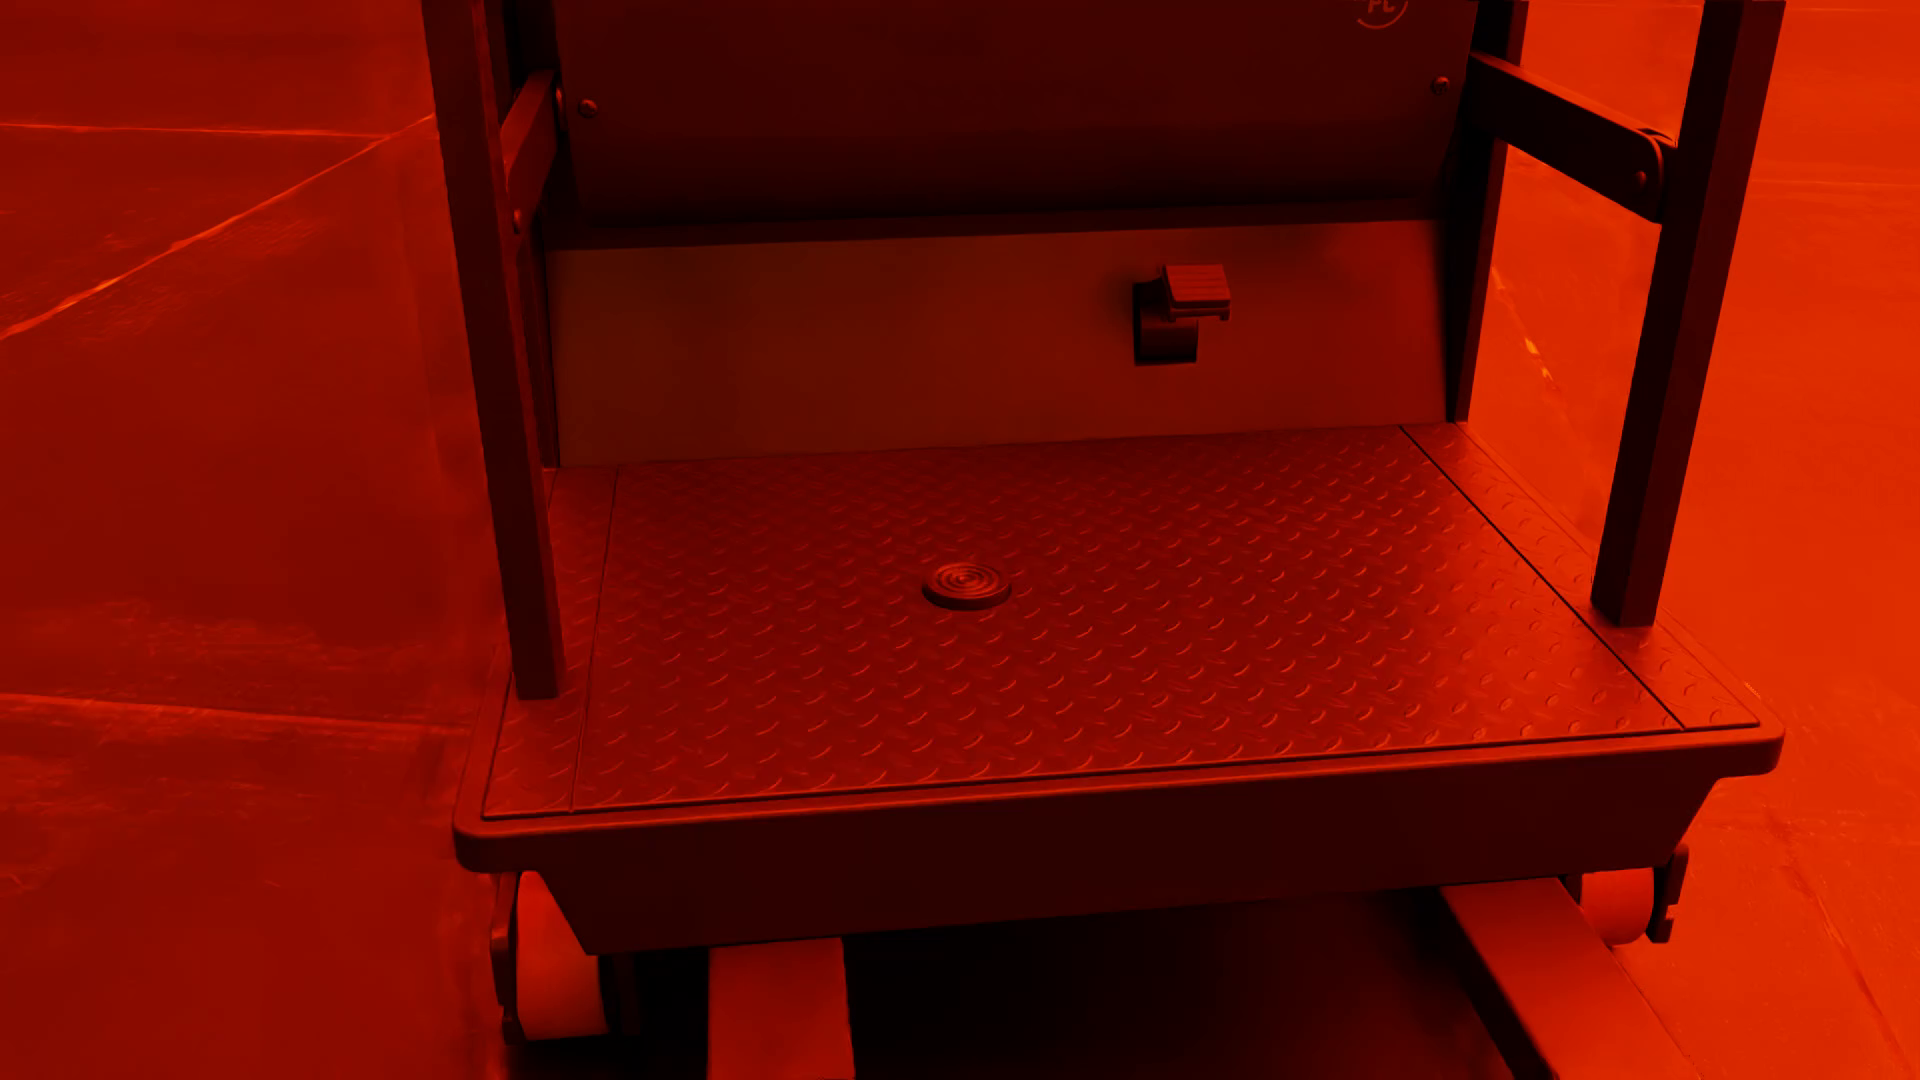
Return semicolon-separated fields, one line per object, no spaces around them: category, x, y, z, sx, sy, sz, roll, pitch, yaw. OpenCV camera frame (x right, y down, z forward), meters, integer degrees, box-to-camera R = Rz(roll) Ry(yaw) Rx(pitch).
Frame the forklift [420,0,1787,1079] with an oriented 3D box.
forklift;0.093;-1.009;1.240;1.130;2.935;3.031;-3;27;-7
